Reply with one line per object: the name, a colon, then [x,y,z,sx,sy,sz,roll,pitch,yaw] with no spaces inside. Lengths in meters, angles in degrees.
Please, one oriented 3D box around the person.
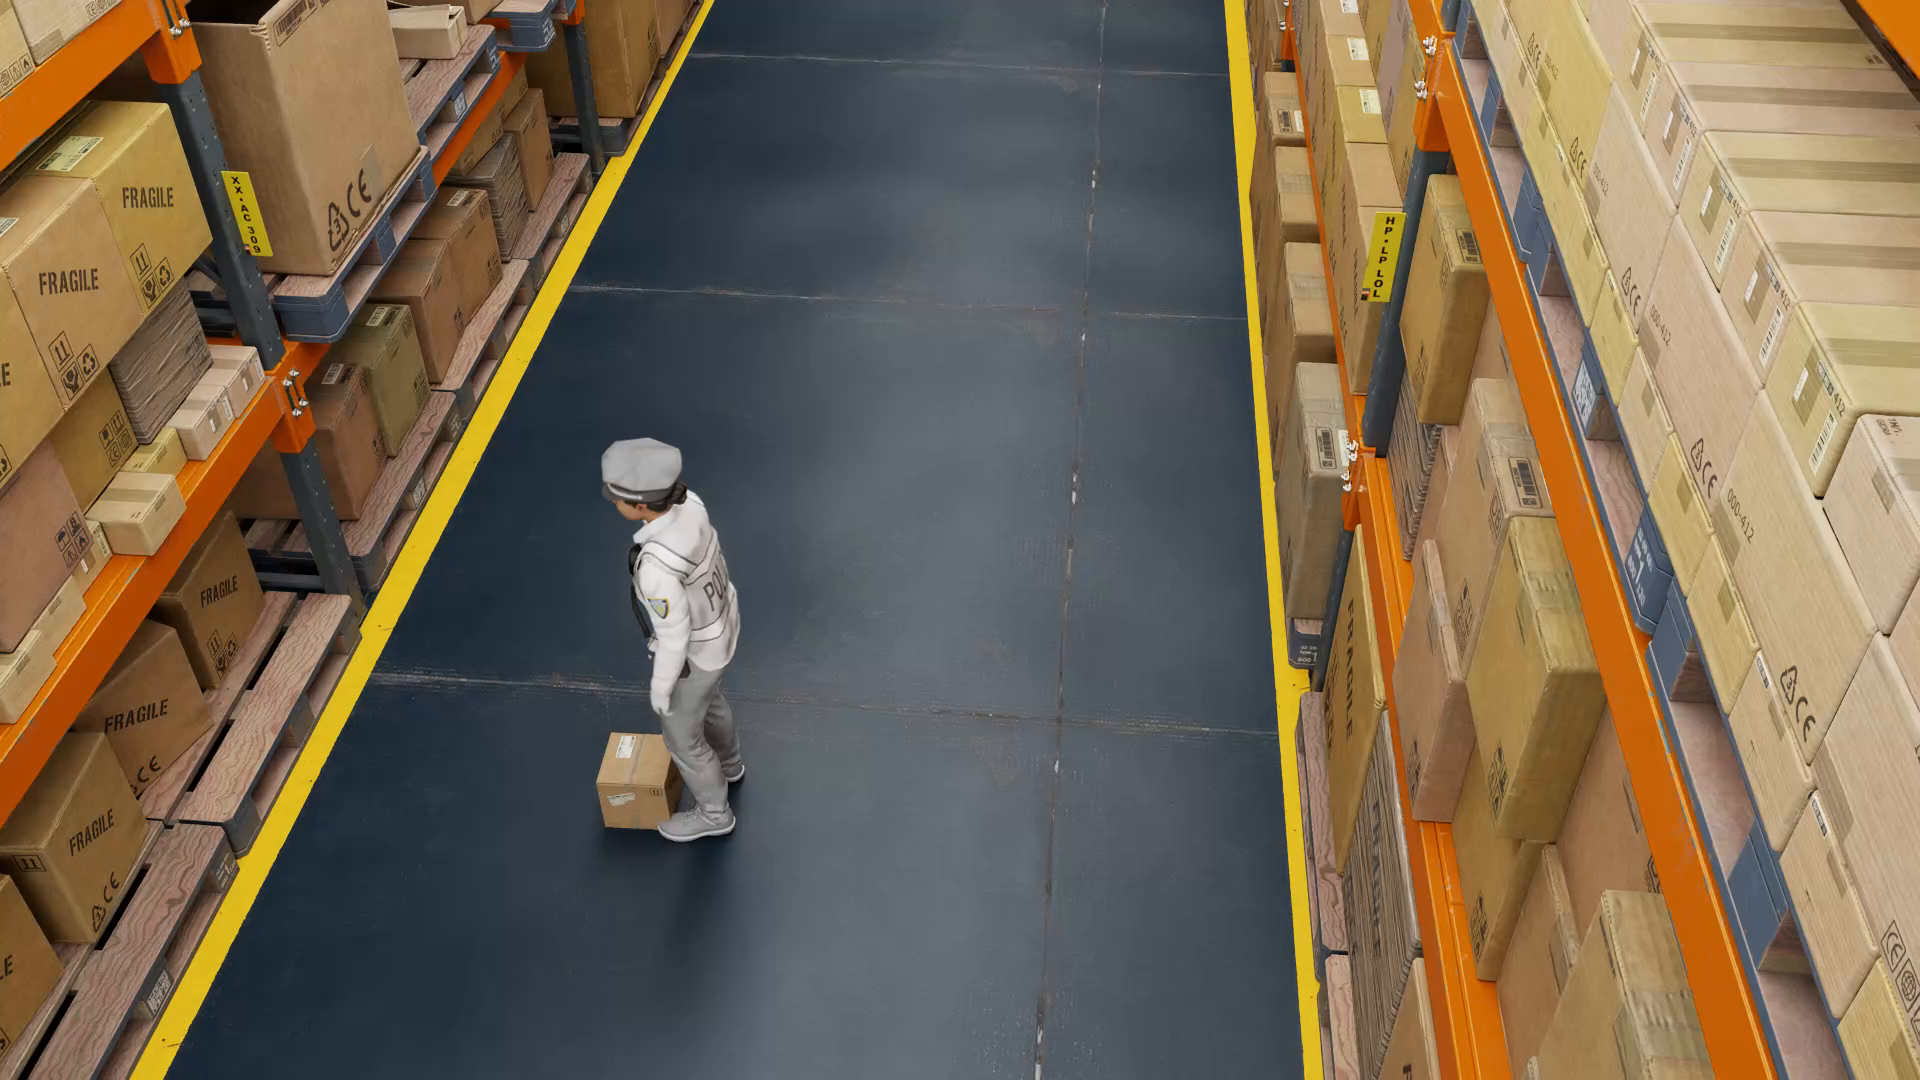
person: [-0.946,0.364,5.724,0.371,1.663,0.530,3,40,4]
